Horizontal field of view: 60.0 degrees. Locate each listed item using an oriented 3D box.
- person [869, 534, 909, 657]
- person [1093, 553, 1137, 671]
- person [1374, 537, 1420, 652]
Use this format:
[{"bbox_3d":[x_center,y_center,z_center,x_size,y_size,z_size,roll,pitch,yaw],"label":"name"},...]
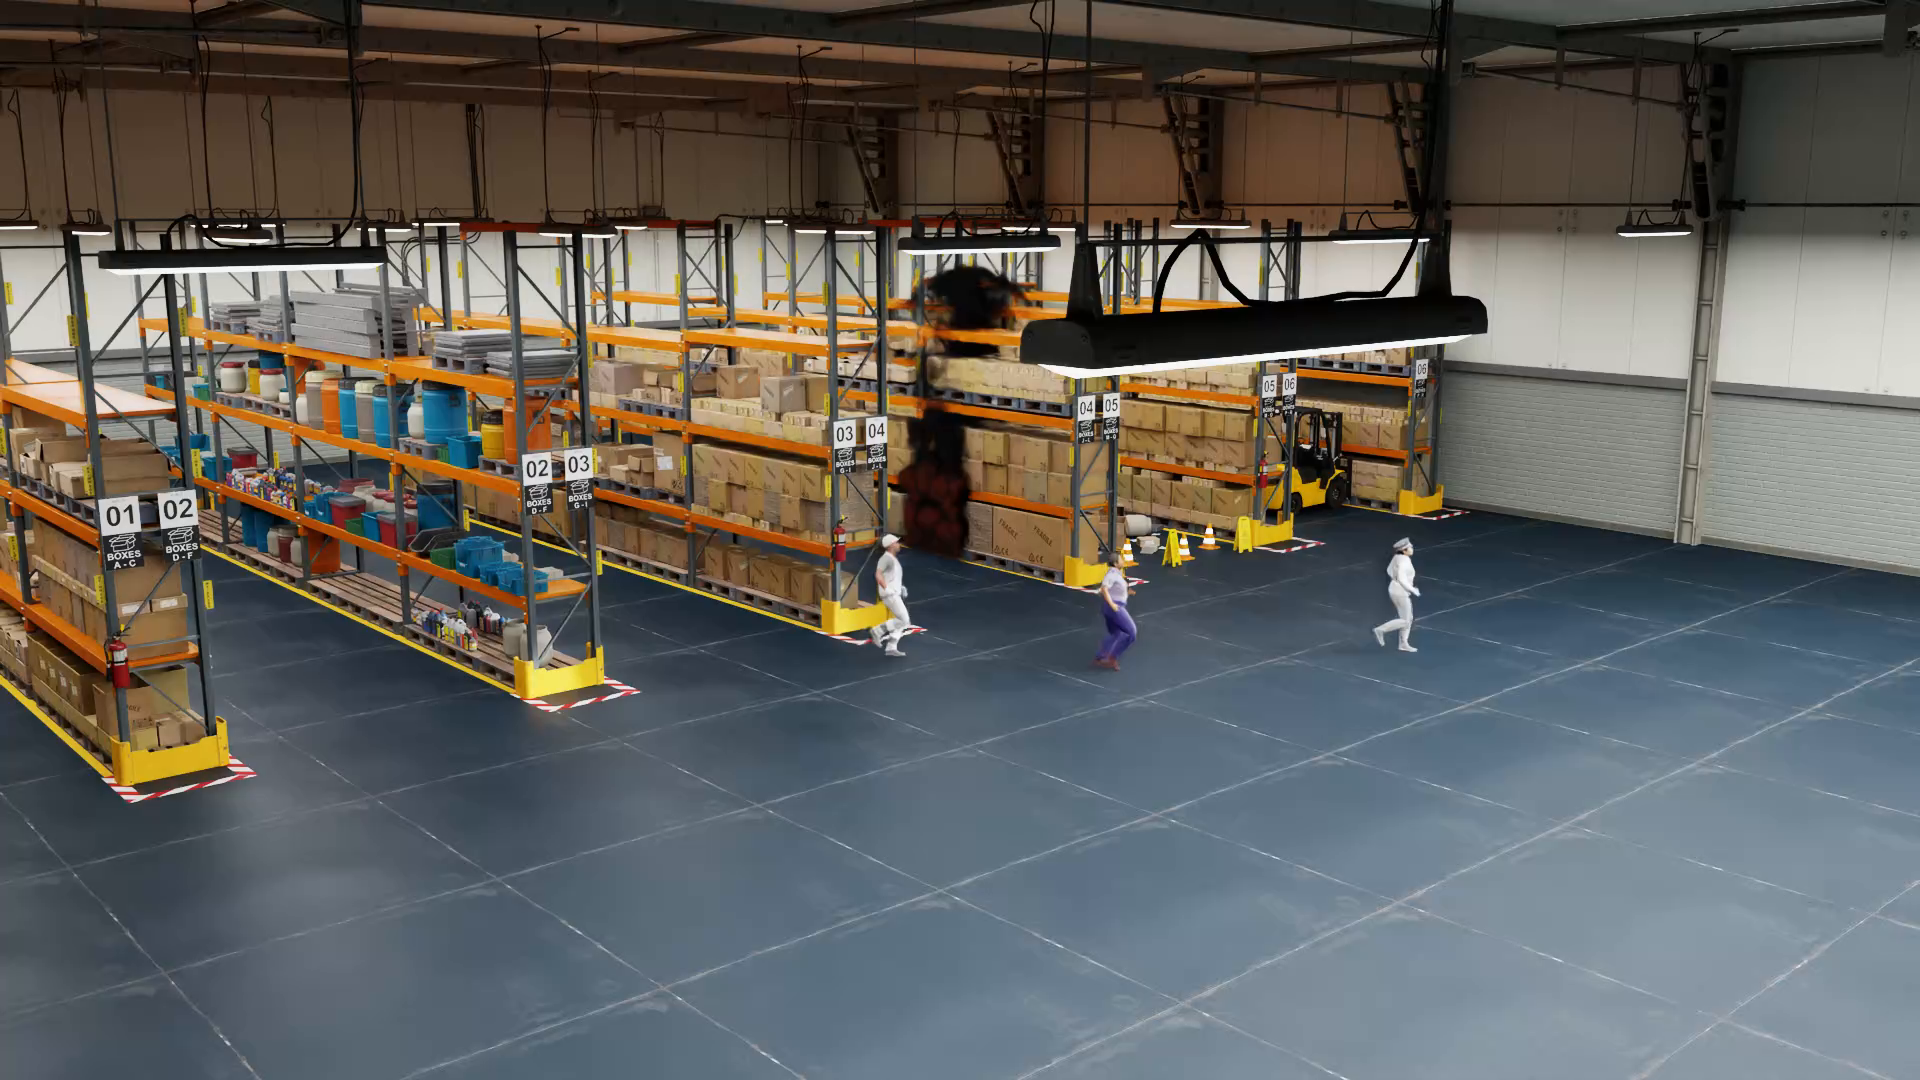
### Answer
[{"bbox_3d":[-0.996,0.773,23.743,0.563,1.705,0.703,1,11,4],"label":"person"},{"bbox_3d":[2.136,0.984,22.889,0.593,1.642,0.641,0,11,0],"label":"person"},{"bbox_3d":[6.253,0.787,23.844,0.683,1.678,0.622,0,11,-1],"label":"person"}]
